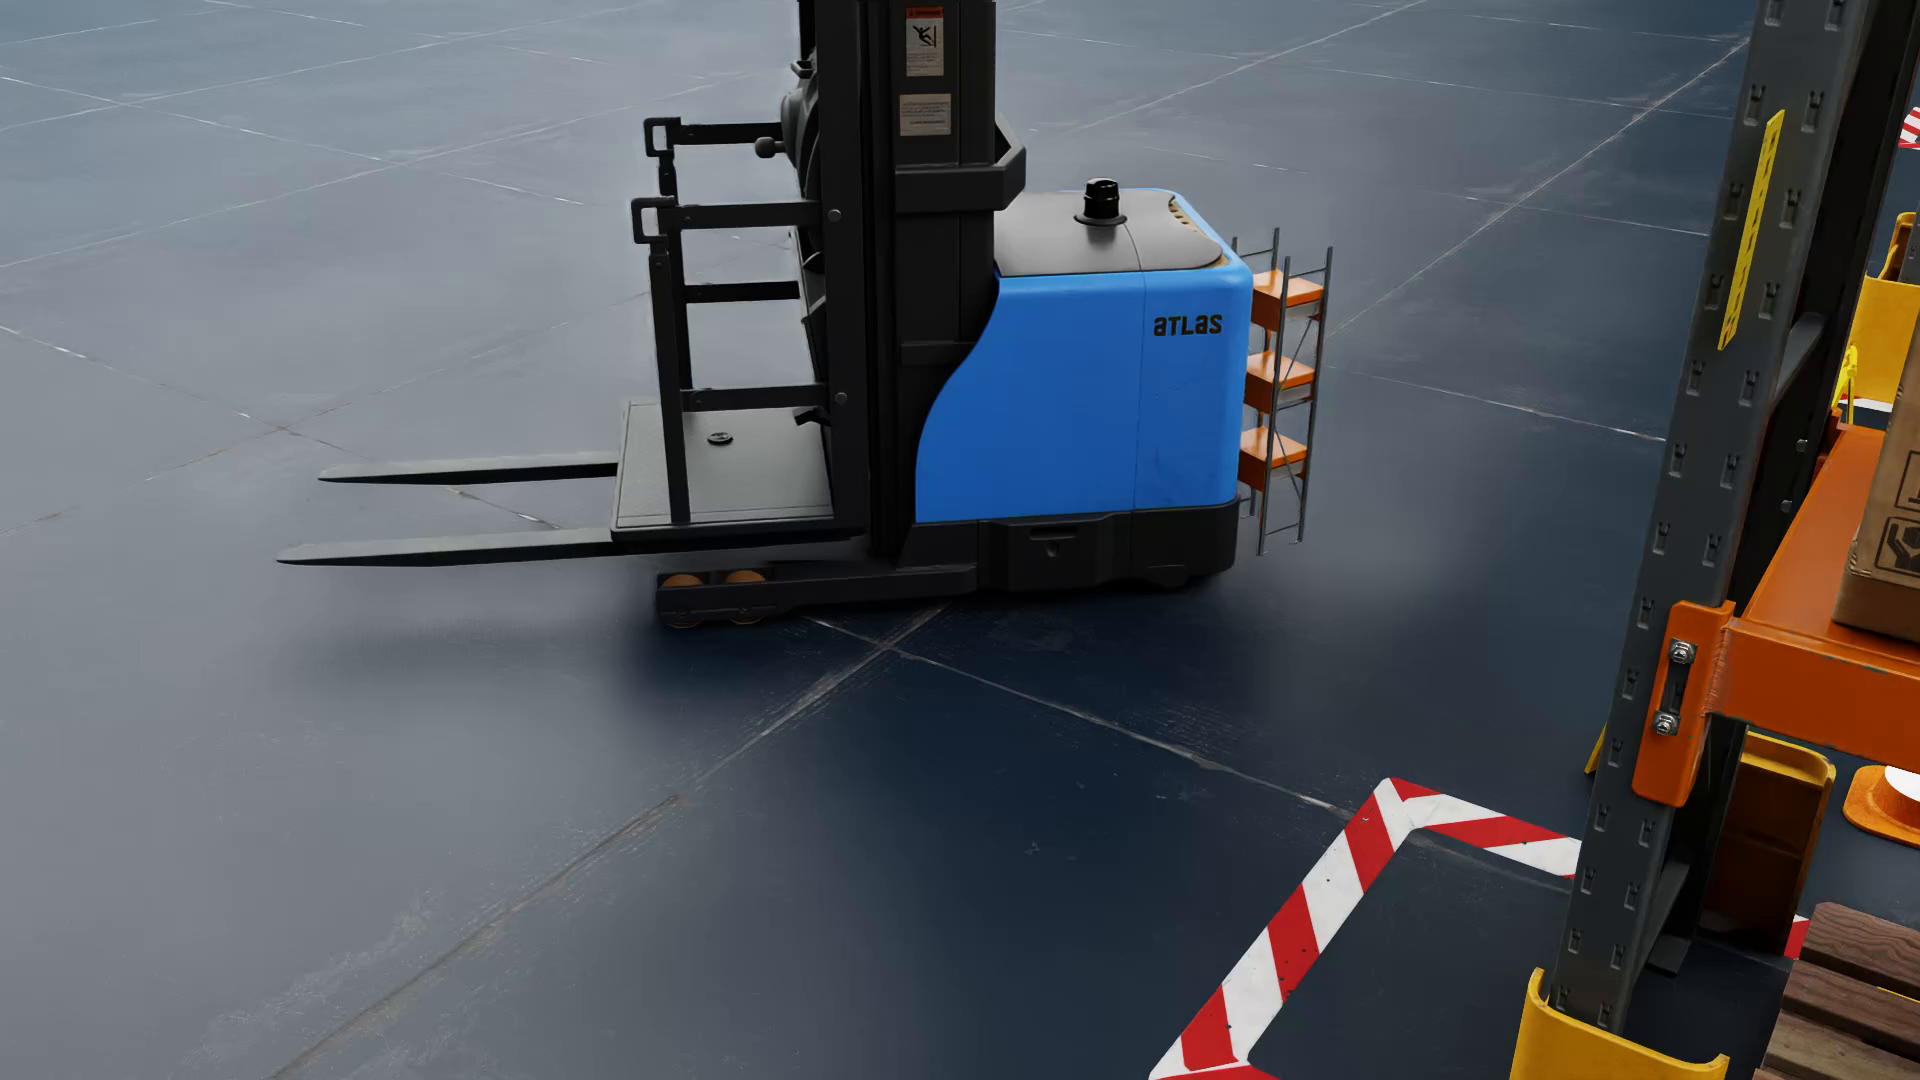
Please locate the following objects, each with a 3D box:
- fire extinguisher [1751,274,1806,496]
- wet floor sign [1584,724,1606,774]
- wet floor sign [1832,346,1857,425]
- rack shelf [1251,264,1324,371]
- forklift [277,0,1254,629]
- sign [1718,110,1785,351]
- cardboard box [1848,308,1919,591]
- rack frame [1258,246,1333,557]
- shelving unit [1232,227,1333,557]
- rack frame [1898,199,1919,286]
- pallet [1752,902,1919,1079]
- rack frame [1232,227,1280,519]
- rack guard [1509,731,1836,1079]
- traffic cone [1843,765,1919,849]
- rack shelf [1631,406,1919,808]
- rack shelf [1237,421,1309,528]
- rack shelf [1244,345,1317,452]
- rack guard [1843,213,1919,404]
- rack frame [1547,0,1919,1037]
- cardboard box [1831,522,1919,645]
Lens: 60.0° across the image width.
[{"bbox_3d":[1.587,-0.417,3.348,0.183,0.674,0.296,17,32,30],"label":"fire extinguisher"},{"bbox_3d":[1.869,0.350,4.350,0.267,0.644,0.232,-18,32,-31],"label":"wet floor sign"},{"bbox_3d":[2.994,-0.345,5.716,0.232,0.644,0.267,12,29,22],"label":"wet floor sign"},{"bbox_3d":[1.029,-0.727,5.419,0.215,0.259,0.240,-17,31,-29],"label":"rack shelf"},{"bbox_3d":[-0.655,-1.284,5.042,3.031,2.935,1.130,-3,27,-7],"label":"forklift"},{"bbox_3d":[1.113,-0.433,2.340,0.005,0.325,0.100,17,32,30],"label":"sign"},{"bbox_3d":[1.654,-0.202,2.402,0.500,0.500,0.500,17,31,30],"label":"cardboard box"},{"bbox_3d":[1.096,-0.437,5.452,0.200,1.050,0.008,-17,31,-29],"label":"rack frame"},{"bbox_3d":[1.029,-0.484,5.543,0.215,1.050,0.252,-17,31,-29],"label":"shelving unit"},{"bbox_3d":[4.139,-2.127,6.622,0.127,3.000,1.000,17,32,30],"label":"rack frame"},{"bbox_3d":[2.132,1.234,3.093,1.213,0.211,1.003,17,32,30],"label":"pallet"},{"bbox_3d":[0.962,-0.530,5.634,0.200,1.050,0.008,-17,31,-29],"label":"rack frame"},{"bbox_3d":[1.483,0.883,3.463,0.348,0.500,1.175,17,32,30],"label":"rack guard"},{"bbox_3d":[2.505,0.508,4.241,0.334,0.463,0.336,17,32,30],"label":"traffic cone"},{"bbox_3d":[3.069,0.584,2.089,4.000,0.370,1.077,17,32,30],"label":"rack shelf"},{"bbox_3d":[1.029,-0.227,5.674,0.215,0.259,0.240,-17,31,-29],"label":"rack shelf"},{"bbox_3d":[1.029,-0.474,5.548,0.215,0.259,0.240,-17,31,-29],"label":"rack shelf"},{"bbox_3d":[4.120,-1.019,7.201,0.348,0.500,1.175,17,32,30],"label":"rack guard"},{"bbox_3d":[1.420,-0.250,2.935,0.127,3.000,1.000,17,32,30],"label":"rack frame"},{"bbox_3d":[1.583,0.026,2.668,0.250,0.149,0.380,17,32,31],"label":"cardboard box"}]
